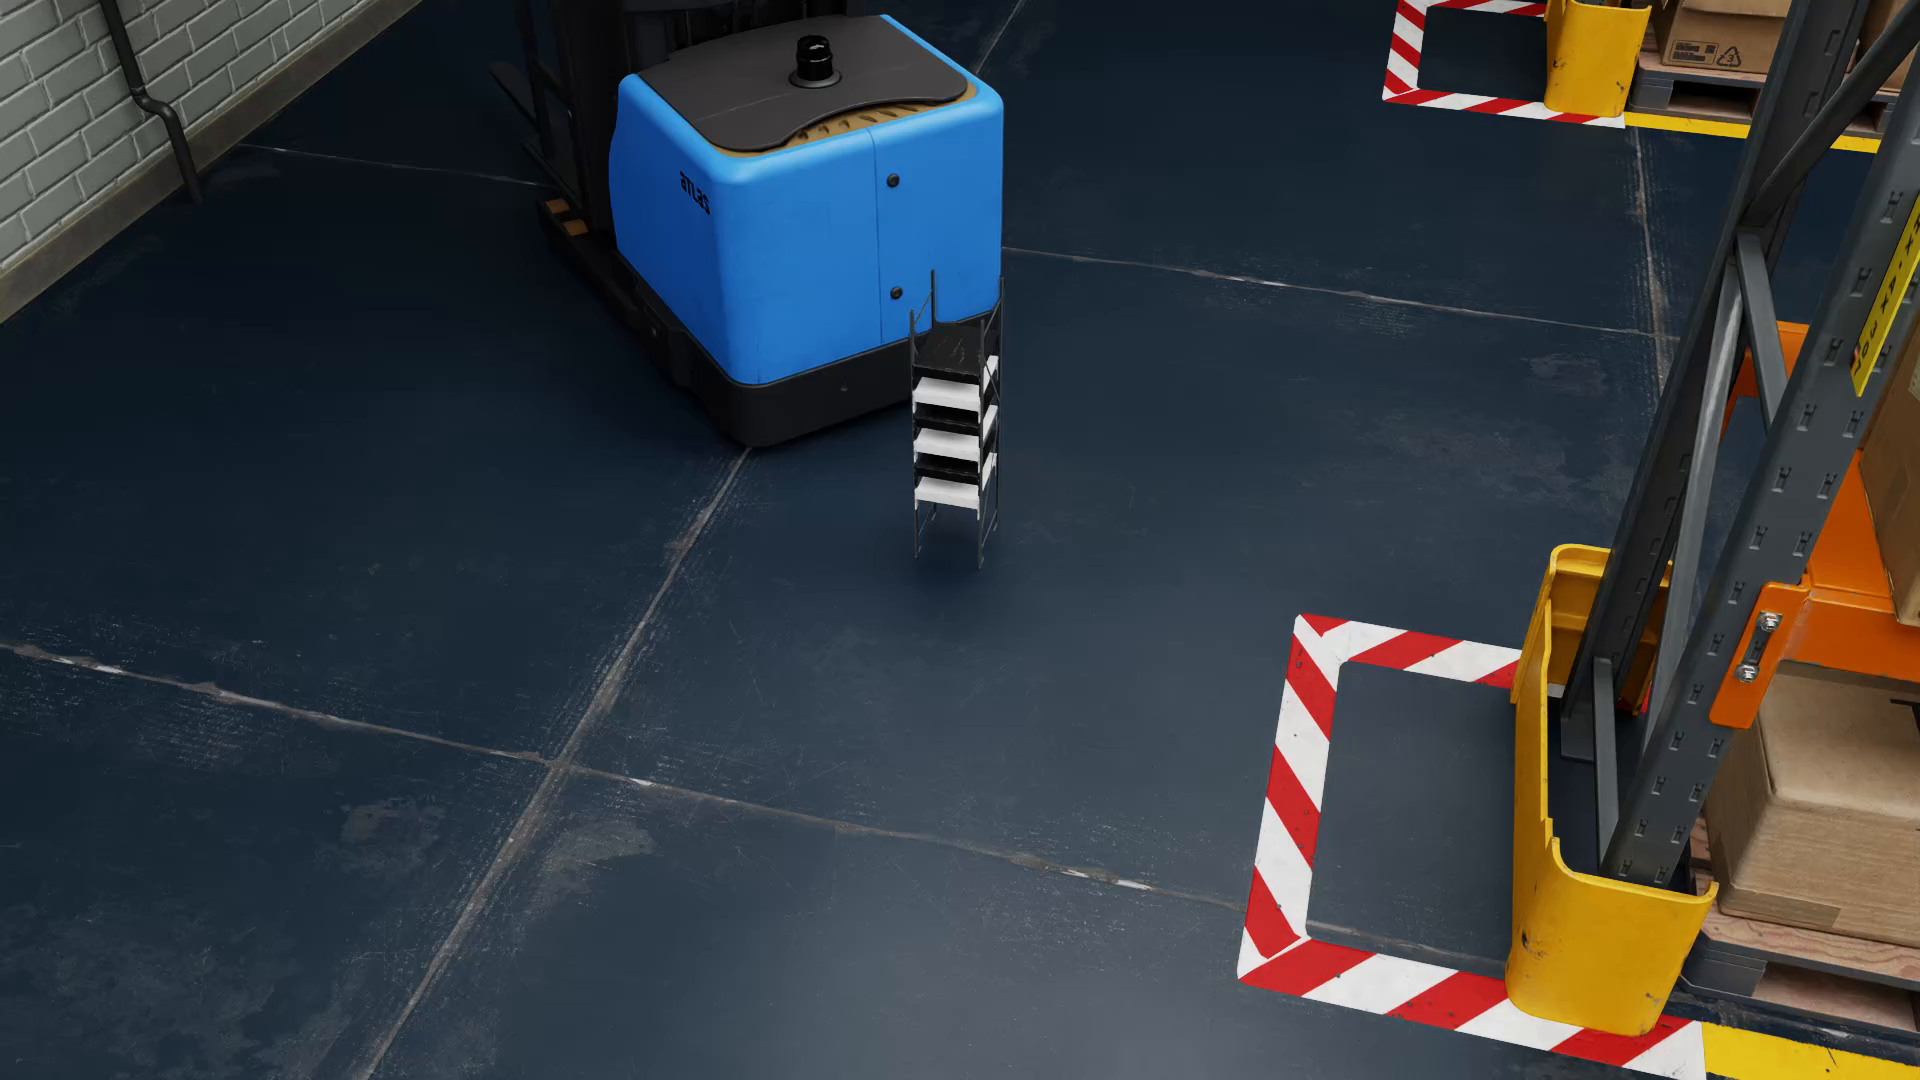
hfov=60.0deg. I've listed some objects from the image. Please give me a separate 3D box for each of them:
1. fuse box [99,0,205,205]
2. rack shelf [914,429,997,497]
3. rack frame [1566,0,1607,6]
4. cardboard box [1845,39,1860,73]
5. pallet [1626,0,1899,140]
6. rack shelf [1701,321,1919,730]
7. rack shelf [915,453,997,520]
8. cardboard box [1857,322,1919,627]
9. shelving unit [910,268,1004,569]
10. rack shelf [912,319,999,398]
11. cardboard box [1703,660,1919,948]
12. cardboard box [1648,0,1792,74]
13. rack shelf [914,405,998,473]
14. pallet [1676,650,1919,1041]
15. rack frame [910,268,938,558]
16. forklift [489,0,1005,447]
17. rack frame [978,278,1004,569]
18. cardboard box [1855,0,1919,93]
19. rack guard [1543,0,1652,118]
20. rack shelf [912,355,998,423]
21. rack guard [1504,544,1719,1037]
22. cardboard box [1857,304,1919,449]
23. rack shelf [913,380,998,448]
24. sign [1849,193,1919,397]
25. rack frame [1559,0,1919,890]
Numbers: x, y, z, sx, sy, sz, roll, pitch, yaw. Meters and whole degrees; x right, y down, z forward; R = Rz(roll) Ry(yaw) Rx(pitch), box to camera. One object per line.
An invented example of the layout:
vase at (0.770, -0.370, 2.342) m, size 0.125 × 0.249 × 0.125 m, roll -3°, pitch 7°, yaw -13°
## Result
fuse box at (-3.142, -2.079, 6.395) m, size 0.414 × 1.711 × 0.539 m, roll 10°, pitch 41°, yaw 11°
rack shelf at (-0.008, -0.252, 5.042) m, size 0.200 × 0.077 × 0.258 m, roll 10°, pitch 41°, yaw 11°
rack frame at (2.907, -3.453, 7.030) m, size 0.127 × 3.000 × 1.000 m, roll 10°, pitch 41°, yaw 11°
cardboard box at (3.874, -2.267, 7.507) m, size 0.250 × 0.149 × 0.380 m, roll 8°, pitch 41°, yaw 10°
pallet at (3.751, -2.241, 7.754) m, size 1.213 × 0.211 × 1.003 m, roll 10°, pitch 41°, yaw 11°
rack shelf at (3.560, 0.239, 3.193) m, size 4.000 × 0.370 × 1.077 m, roll 10°, pitch 41°, yaw 11°
rack shelf at (-0.008, -0.183, 5.099) m, size 0.200 × 0.077 × 0.258 m, roll 10°, pitch 41°, yaw 11°
cardboard box at (2.017, -0.149, 3.018) m, size 0.500 × 0.500 × 0.500 m, roll 9°, pitch 41°, yaw 11°
shelving unit at (-0.008, -0.346, 4.962) m, size 0.210 × 0.900 × 0.258 m, roll 10°, pitch 41°, yaw 11°
rack shelf at (-0.008, -0.527, 4.810) m, size 0.200 × 0.077 × 0.258 m, roll 10°, pitch 41°, yaw 11°
cardboard box at (2.291, 0.499, 3.989) m, size 0.875 × 0.438 × 0.875 m, roll 8°, pitch 41°, yaw 10°
cardboard box at (3.473, -2.498, 7.506) m, size 0.637 × 0.503 × 0.797 m, roll 8°, pitch 41°, yaw 10°
rack shelf at (-0.008, -0.320, 4.984) m, size 0.200 × 0.077 × 0.258 m, roll 10°, pitch 41°, yaw 11°
pallet at (2.420, 0.783, 4.154) m, size 1.213 × 0.211 × 1.003 m, roll 10°, pitch 41°, yaw 11°
rack frame at (-0.106, -0.363, 4.982) m, size 0.006 × 0.900 × 0.240 m, roll 10°, pitch 41°, yaw 11°
forklift at (-1.037, -2.357, 5.777) m, size 1.130 × 2.935 × 3.031 m, roll -21°, pitch 44°, yaw -23°
rack frame at (0.090, -0.329, 4.942) m, size 0.006 × 0.900 × 0.240 m, roll 10°, pitch 41°, yaw 11°
cardboard box at (4.289, -2.330, 7.309) m, size 0.500 × 0.500 × 0.700 m, roll 11°, pitch 41°, yaw 13°
rack guard at (2.980, -2.484, 7.819) m, size 0.348 × 0.500 × 1.175 m, roll 10°, pitch 41°, yaw 11°
rack shelf at (-0.008, -0.458, 4.868) m, size 0.200 × 0.077 × 0.258 m, roll 10°, pitch 41°, yaw 11°
rack guard at (1.604, 0.584, 4.166) m, size 0.348 × 0.500 × 1.175 m, roll 10°, pitch 41°, yaw 11°
cardboard box at (2.162, -0.492, 3.425) m, size 0.500 × 0.500 × 0.500 m, roll 10°, pitch 41°, yaw 12°
rack shelf at (-0.008, -0.389, 4.926) m, size 0.200 × 0.077 × 0.258 m, roll 10°, pitch 41°, yaw 11°
sign at (1.478, -0.387, 2.644) m, size 0.005 × 0.325 × 0.100 m, roll 10°, pitch 41°, yaw 11°
rack frame at (1.628, -0.369, 3.357) m, size 0.127 × 3.000 × 1.000 m, roll 10°, pitch 41°, yaw 11°
